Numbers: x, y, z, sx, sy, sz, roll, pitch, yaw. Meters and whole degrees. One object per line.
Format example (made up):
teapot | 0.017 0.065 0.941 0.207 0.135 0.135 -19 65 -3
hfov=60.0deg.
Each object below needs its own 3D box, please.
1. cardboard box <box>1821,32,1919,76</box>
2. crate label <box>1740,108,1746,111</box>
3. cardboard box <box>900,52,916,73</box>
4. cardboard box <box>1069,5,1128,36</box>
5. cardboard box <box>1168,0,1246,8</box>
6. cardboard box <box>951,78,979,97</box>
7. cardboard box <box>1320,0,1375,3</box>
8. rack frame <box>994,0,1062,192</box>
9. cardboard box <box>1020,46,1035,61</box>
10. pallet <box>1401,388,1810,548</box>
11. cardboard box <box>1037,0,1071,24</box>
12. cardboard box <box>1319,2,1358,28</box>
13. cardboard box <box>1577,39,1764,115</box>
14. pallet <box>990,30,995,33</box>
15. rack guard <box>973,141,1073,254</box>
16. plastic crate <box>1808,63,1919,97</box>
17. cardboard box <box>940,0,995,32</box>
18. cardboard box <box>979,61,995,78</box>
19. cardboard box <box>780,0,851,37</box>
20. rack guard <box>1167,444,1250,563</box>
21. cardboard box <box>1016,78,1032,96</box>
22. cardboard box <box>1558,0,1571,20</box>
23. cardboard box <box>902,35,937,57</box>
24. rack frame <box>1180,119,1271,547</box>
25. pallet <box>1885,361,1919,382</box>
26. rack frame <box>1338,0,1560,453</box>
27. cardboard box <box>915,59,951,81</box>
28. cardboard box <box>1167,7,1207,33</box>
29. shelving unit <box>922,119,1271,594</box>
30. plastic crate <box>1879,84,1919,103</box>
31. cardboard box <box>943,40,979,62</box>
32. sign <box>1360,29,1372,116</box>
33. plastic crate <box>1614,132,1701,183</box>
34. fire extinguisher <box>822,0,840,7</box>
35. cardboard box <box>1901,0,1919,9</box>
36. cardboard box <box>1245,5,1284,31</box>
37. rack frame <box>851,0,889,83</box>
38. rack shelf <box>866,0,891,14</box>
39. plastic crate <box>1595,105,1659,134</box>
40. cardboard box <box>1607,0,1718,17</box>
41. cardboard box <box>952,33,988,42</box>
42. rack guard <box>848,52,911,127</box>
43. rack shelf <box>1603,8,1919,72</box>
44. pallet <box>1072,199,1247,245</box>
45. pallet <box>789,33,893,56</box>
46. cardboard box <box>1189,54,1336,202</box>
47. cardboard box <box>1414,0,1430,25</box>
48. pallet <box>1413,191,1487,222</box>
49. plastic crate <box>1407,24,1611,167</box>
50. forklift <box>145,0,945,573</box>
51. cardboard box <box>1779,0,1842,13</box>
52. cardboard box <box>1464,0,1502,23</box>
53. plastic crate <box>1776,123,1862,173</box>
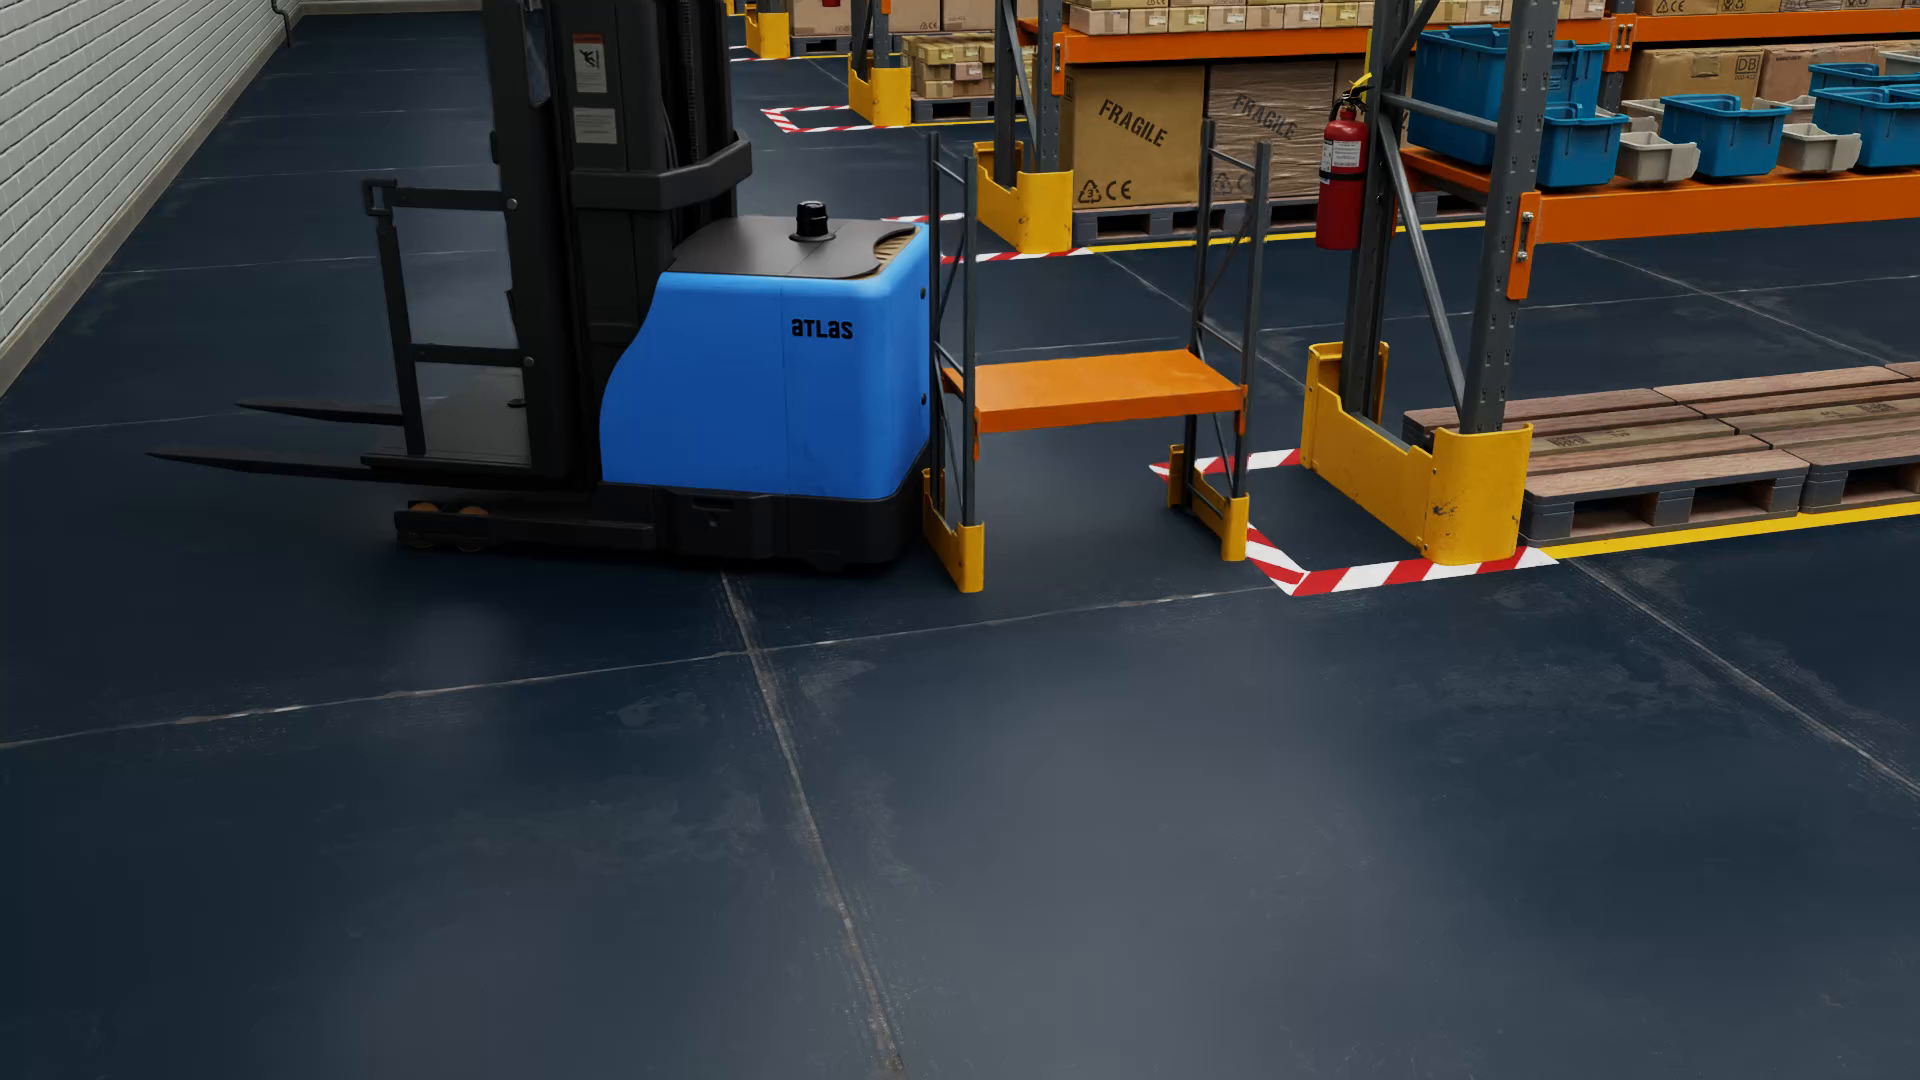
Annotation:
cardboard box | 6.593 -3.317 12.338 0.875 0.875 1.225 -6 24 -14
crate label | 3.040 -1.652 6.554 0.243 0.136 0.396 -6 24 -14
cardboard box | -0.390 -4.484 15.601 0.250 0.149 0.380 -7 24 -16
cardboard box | 0.852 -3.203 10.229 0.250 0.149 0.380 -6 24 -14
cardboard box | 1.455 -3.480 10.369 0.500 0.250 0.500 -7 24 -15
cardboard box | -0.001 -4.176 15.261 0.250 0.149 0.380 -6 24 -15
cardboard box | 2.440 -3.590 10.625 0.500 0.250 0.500 -7 24 -15
rack frame | 0.421 -3.406 10.383 0.127 3.000 1.000 -6 24 -14
cardboard box | 0.501 -4.494 15.247 0.250 0.149 0.380 -8 24 -17
pallet | 2.563 -0.317 6.721 1.213 0.211 1.003 -6 24 -14
cardboard box | 0.675 -3.453 10.813 0.250 0.149 0.380 -6 24 -13
cardboard box | 2.333 -3.367 10.612 0.250 0.149 0.380 -7 24 -16
cardboard box | 4.883 -3.124 11.889 0.875 0.875 1.225 -6 24 -14
pallet | 0.842 -6.262 20.575 1.213 0.211 1.003 -6 24 -14
rack guard | 0.398 -2.255 10.870 0.348 0.500 1.175 -6 24 -14
plastic crate | 3.667 -1.792 6.759 0.300 0.233 0.416 -6 24 -14
cardboard box | 0.100 -6.488 20.284 0.875 0.438 0.875 -7 24 -16
cardboard box | 0.243 -4.345 15.278 0.250 0.149 0.380 -6 24 -14
cardboard box | -1.648 -6.292 19.827 0.875 0.438 0.875 -7 24 -16
rack guard | 0.930 -0.145 6.272 0.087 0.250 0.587 -6 24 -14
cardboard box | 0.512 -4.190 15.295 0.250 0.149 0.380 -6 24 -14
cardboard box | 3.819 -3.532 10.996 0.250 0.149 0.380 -6 24 -13
cardboard box | -0.380 -4.609 15.515 0.250 0.149 0.380 -6 24 -14
rack frame | 0.950 -0.721 6.030 0.032 1.500 0.500 -6 24 -14
pallet | 4.913 -0.577 7.327 1.213 0.211 1.003 -6 24 -14
rack frame | 1.759 -1.525 6.001 0.127 3.000 1.000 -6 24 -14
cardboard box | -0.248 -4.278 15.121 0.250 0.149 0.380 -5 24 -12
cardboard box | 1.345 -3.258 10.358 0.250 0.149 0.380 -7 24 -16
shelving unit | 0.452 -0.668 5.902 1.083 1.500 0.587 -6 24 -14
plastic crate | 3.642 -1.550 6.193 0.300 0.233 0.416 -6 24 -14
cardboard box | 0.008 -4.458 15.163 0.250 0.149 0.380 -6 24 -13
sign | 1.595 -1.807 6.451 0.005 0.325 0.100 -6 24 -14
plastic crate | 2.417 -1.336 5.817 0.298 0.136 0.250 -6 24 -14
fire extinguisher | -1.189 -5.241 15.232 0.183 0.674 0.296 -6 24 -14
cardboard box | 6.735 -4.050 11.757 0.500 0.500 0.500 -7 24 -16
cardboard box | 1.841 -3.313 10.486 0.250 0.149 0.380 -7 24 -15
rack frame | -0.822 -5.300 14.797 0.127 3.000 1.000 -6 24 -14
rack shelf | 1.104 -5.182 15.435 4.000 0.370 1.077 -6 24 -14
plastic crate | 2.495 -1.587 6.404 0.243 0.136 0.396 -6 24 -14
cardboard box | 4.783 -3.832 11.250 0.500 0.500 0.500 -6 24 -14
cardboard box | 0.092 -4.689 15.703 0.250 0.149 0.380 -7 24 -16
rack guard | -0.748 -4.159 15.309 0.348 0.500 1.175 -6 24 -14
rack shelf | 6.198 -3.714 12.015 4.000 0.370 1.077 -6 24 -14
pallet | 1.170 -2.239 11.201 1.213 0.211 1.003 -6 24 -14
pallet | -1.507 -6.002 19.969 1.213 0.211 1.003 -6 24 -14
cardboard box | 1.892 -2.818 11.175 0.875 0.875 0.875 -6 24 -14
cardboard box | 2.830 -3.423 10.741 0.250 0.149 0.380 -7 24 -15
pallet | 3.519 -2.499 11.807 1.213 0.211 1.003 -6 24 -14
plastic crate | 2.031 -1.676 6.230 0.499 0.435 0.616 -6 24 -14
forklift | -1.627 -1.500 6.030 3.031 2.935 1.130 4 24 10
cardboard box | 5.748 -3.939 11.499 0.500 0.500 0.500 -7 24 -16
cardboard box | 3.325 -3.477 10.869 0.250 0.149 0.380 -6 24 -13
plastic crate | 3.070 -1.408 5.986 0.298 0.136 0.250 -6 24 -14
